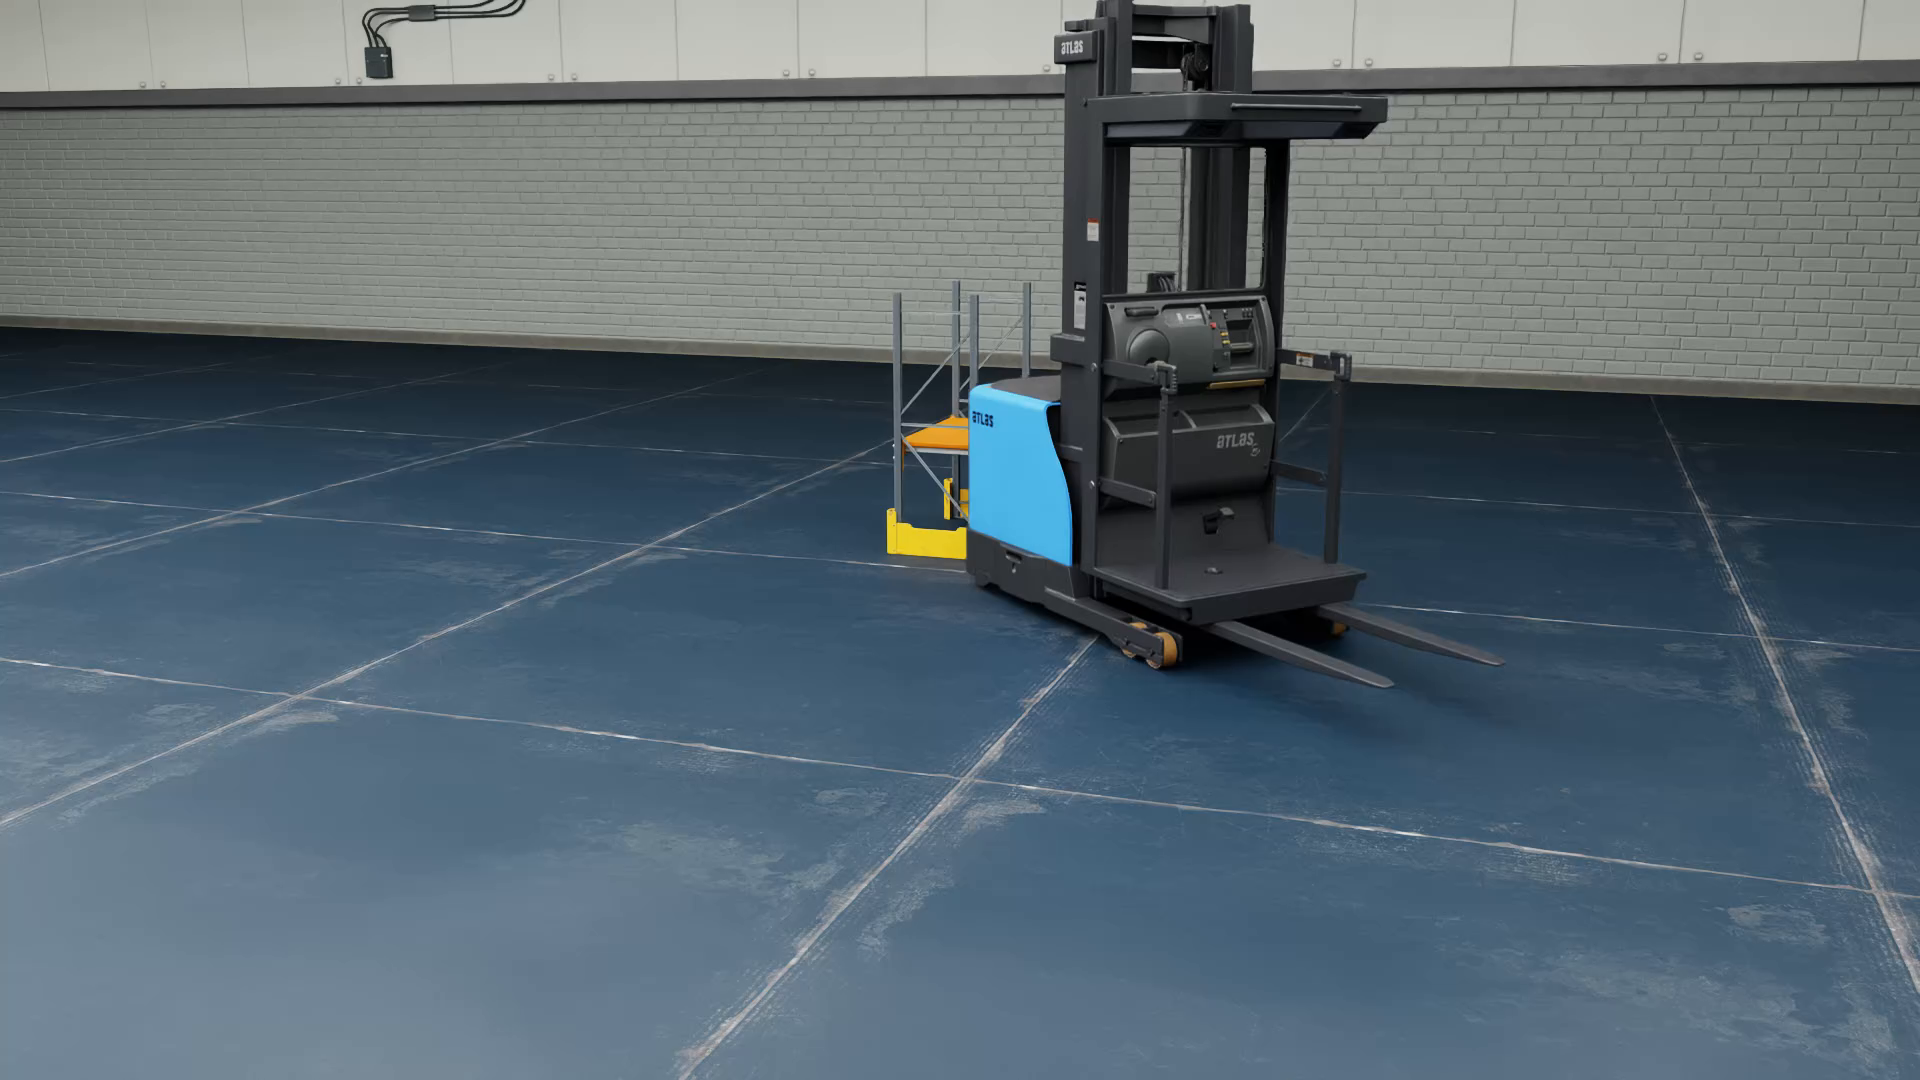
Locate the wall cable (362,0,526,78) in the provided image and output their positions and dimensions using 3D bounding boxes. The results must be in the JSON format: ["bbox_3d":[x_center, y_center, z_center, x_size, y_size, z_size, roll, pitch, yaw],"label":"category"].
[{"bbox_3d":[-6.060,-8.432,19.066,2.305,6.003,0.169,4,14,18],"label":"wall cable"}]

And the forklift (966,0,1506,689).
[{"bbox_3d":[1.197,-0.967,7.637,1.130,2.935,3.031,-7,15,-29],"label":"forklift"}]

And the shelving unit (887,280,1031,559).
[{"bbox_3d":[0.025,-0.747,9.891,0.587,1.500,1.083,4,14,18],"label":"shelving unit"}]

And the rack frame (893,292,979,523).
[{"bbox_3d":[-0.137,-0.642,9.431,0.500,1.500,0.032,4,14,18],"label":"rack frame"}]

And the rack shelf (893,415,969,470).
[{"bbox_3d":[0.028,-0.574,9.940,0.538,0.185,1.000,4,14,18],"label":"rack shelf"}]

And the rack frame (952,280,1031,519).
[{"bbox_3d":[0.192,-0.856,10.369,0.500,1.500,0.032,4,14,18],"label":"rack frame"}]

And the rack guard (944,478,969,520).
[{"bbox_3d":[0.186,-0.243,10.490,0.587,0.250,0.087,4,14,18],"label":"rack guard"}]

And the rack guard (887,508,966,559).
[{"bbox_3d":[-0.136,-0.033,9.571,0.587,0.250,0.087,4,14,18],"label":"rack guard"}]
